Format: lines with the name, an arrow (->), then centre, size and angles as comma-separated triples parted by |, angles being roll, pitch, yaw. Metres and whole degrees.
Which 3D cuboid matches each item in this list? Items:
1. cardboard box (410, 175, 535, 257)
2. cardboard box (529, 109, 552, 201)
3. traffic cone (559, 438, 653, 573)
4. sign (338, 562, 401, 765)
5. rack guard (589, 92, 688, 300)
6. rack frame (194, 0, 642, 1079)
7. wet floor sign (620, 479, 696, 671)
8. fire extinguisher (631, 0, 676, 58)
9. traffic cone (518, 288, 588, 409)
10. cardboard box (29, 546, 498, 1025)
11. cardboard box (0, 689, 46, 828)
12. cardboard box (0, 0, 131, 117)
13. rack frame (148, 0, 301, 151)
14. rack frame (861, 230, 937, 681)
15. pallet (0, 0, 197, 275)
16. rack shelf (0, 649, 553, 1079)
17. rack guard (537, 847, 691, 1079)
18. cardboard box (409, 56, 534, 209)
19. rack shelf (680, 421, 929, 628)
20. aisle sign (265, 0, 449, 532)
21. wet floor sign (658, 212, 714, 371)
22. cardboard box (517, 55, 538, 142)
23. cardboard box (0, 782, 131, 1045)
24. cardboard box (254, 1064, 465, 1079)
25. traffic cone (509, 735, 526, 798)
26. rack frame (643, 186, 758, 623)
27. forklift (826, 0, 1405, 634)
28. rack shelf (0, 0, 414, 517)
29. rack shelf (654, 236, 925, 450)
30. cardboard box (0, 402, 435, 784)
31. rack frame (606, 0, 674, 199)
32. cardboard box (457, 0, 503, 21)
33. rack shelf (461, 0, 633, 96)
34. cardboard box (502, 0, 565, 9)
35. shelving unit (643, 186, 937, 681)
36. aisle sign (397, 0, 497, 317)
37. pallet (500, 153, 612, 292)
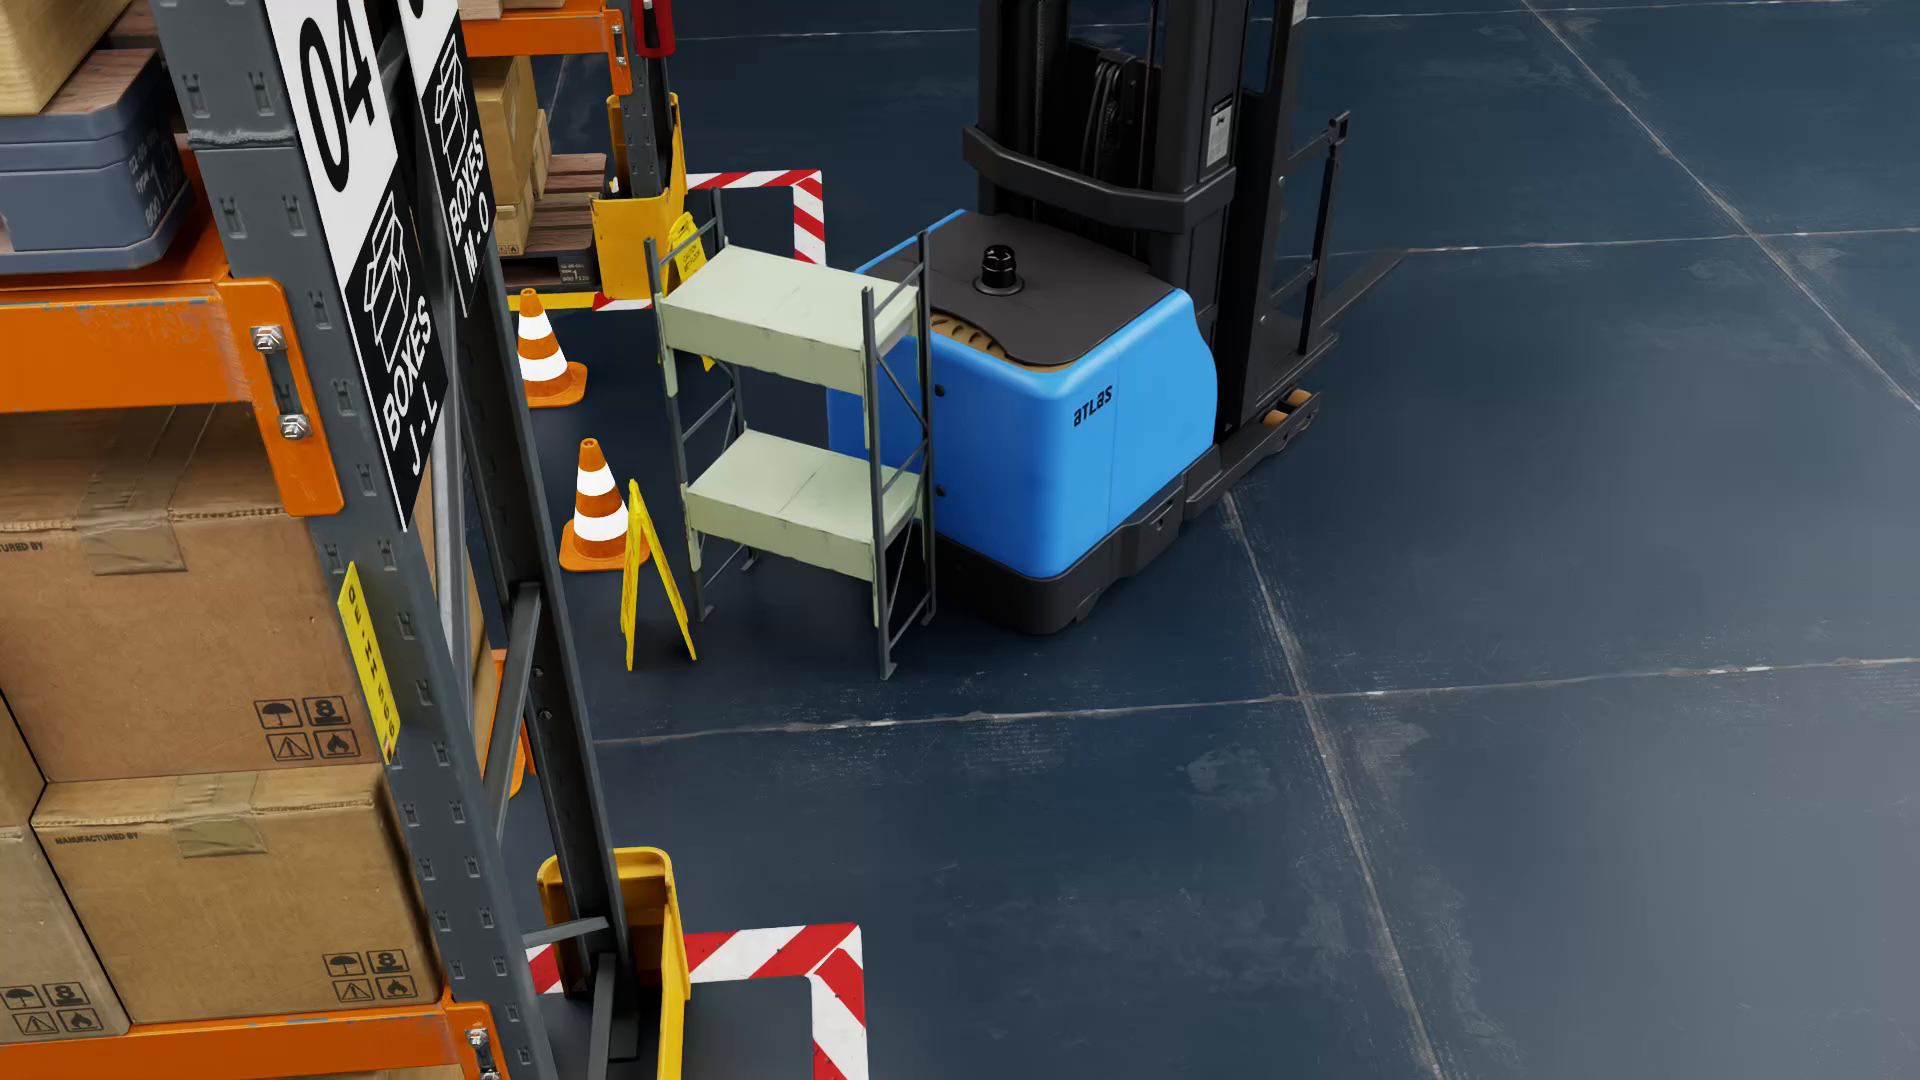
cardboard box -> -2.252, -1.525, 7.642 | 0.500, 0.250, 0.500 | -3, 38, -4
cardboard box -> -2.275, -1.863, 8.070 | 0.500, 0.250, 0.500 | -3, 38, -4
traffic cone -> -1.324, -0.170, 6.091 | 0.334, 0.463, 0.336 | -3, 38, -4
sign -> -0.874, 0.185, 2.467 | 0.005, 0.325, 0.100 | -3, 38, -4
rack guard -> -1.523, -1.666, 7.957 | 0.348, 0.500, 1.175 | -3, 38, -4
rack frame -> -0.908, 0.397, 3.325 | 0.127, 3.000, 1.000 | -3, 38, -4
wet floor sign -> -1.055, 0.098, 5.604 | 0.232, 0.644, 0.267 | -9, 39, -12
fire extinguisher -> -1.292, -2.343, 6.860 | 0.183, 0.674, 0.296 | -3, 38, -4
traffic cone -> -1.761, -0.836, 6.936 | 0.334, 0.463, 0.336 | -3, 38, -4
cardboard box -> -1.274, 0.387, 3.217 | 0.550, 0.550, 0.875 | -3, 38, -4
cardboard box -> -1.821, -0.002, 2.838 | 0.550, 0.550, 0.875 | -3, 38, -4
cardboard box -> -1.209, -0.658, 2.024 | 0.250, 0.149, 0.380 | -3, 38, -4
rack frame -> -0.908, -1.958, 1.466 | 0.127, 3.000, 1.000 | -3, 38, -4
rack frame -> -0.182, -0.226, 5.317 | 0.023, 1.500, 0.400 | 16, 41, 20
pallet -> -1.646, -0.698, 2.363 | 1.213, 0.211, 1.003 | -3, 38, -4
rack shelf -> -2.900, 0.790, 3.408 | 4.000, 0.370, 1.077 | -3, 38, -4
rack guard -> -0.884, 1.377, 4.101 | 0.348, 0.500, 1.175 | -3, 38, -4
cardboard box -> -2.222, -1.826, 7.418 | 0.500, 0.500, 0.500 | -3, 38, -4
rack shelf -> -0.512, -0.063, 5.640 | 0.720, 0.370, 0.431 | 16, 41, 20
aisle sign -> -0.811, -0.442, 2.290 | 0.004, 0.787, 0.394 | -3, 38, -4
wet floor sign -> -1.163, -1.077, 7.094 | 0.232, 0.644, 0.267 | 9, 39, 12
cardboard box -> -2.299, -2.156, 7.836 | 0.500, 0.500, 0.500 | -4, 38, -5
cardboard box -> -1.820, 0.430, 3.162 | 0.550, 0.550, 0.875 | -3, 38, -4
cardboard box -> -1.578, 1.145, 3.754 | 0.875, 0.875, 0.875 | -3, 38, -4
traffic cone -> -1.563, 0.546, 5.184 | 0.334, 0.463, 0.336 | -3, 38, -4
rack frame -> -0.846, -0.412, 5.561 | 0.023, 1.500, 0.400 | 16, 41, 20
forklift -> 0.822, -1.678, 6.011 | 1.130, 2.935, 3.031 | 26, 45, 29
rack shelf -> -2.900, -0.388, 2.479 | 4.000, 0.370, 1.077 | -3, 38, -4
rack shelf -> -0.517, -0.626, 5.198 | 0.720, 0.370, 0.431 | 16, 41, 20
cardboard box -> -1.281, -0.089, 2.948 | 0.550, 0.550, 0.875 | -3, 38, -4
rack frame -> -1.447, -2.651, 7.188 | 0.127, 3.000, 1.000 | -3, 38, -4
cardboard box -> -2.043, -2.318, 6.969 | 0.250, 0.149, 0.380 | -4, 38, -5
rack shelf -> -3.439, -2.259, 7.272 | 4.000, 0.370, 1.077 | -3, 38, -4
cardboard box -> -1.801, -2.400, 7.073 | 0.250, 0.149, 0.380 | -2, 38, -2
shelving unit -> -0.514, -0.319, 5.439 | 0.755, 1.500, 0.431 | 16, 41, 20
aisle sign -> -0.864, -0.812, 2.759 | 0.004, 0.787, 0.394 | -3, 38, -4
pallet -> -2.335, -1.530, 8.018 | 1.213, 0.211, 1.003 | -3, 38, -4
